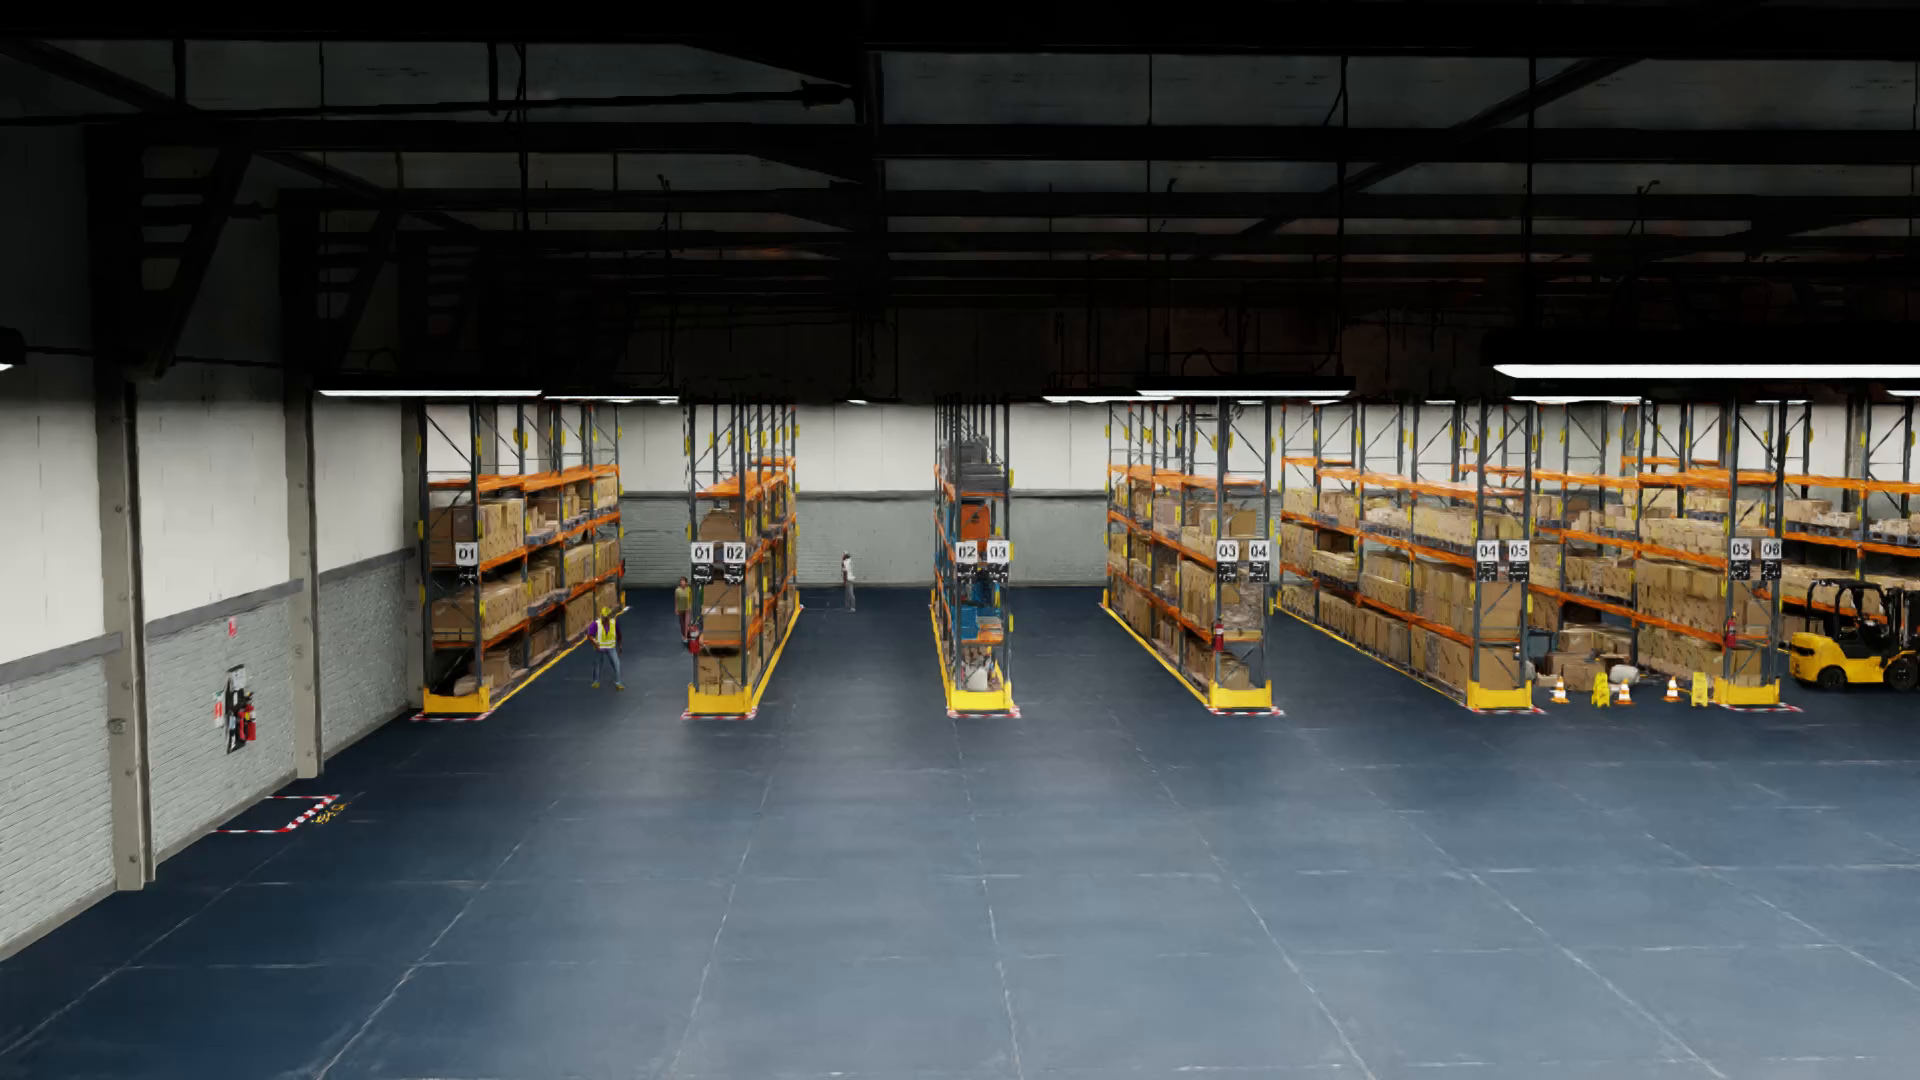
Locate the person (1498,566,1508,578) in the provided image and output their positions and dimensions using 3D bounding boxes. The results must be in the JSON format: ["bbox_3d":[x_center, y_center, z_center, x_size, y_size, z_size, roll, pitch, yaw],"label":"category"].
[{"bbox_3d":[13.395,1.484,41.248,0.577,1.729,0.650,2,5,28],"label":"person"}]

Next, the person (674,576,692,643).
[{"bbox_3d":[-6.734,1.670,40.493,0.448,1.590,1.109,0,5,0],"label":"person"}]

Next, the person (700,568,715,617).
[{"bbox_3d":[-6.841,1.224,45.338,0.550,1.709,1.128,0,5,-4],"label":"person"}]

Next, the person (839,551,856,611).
[{"bbox_3d":[-3.167,1.133,46.763,0.558,1.657,0.613,1,5,10],"label":"person"}]

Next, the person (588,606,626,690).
[{"bbox_3d":[-7.171,2.177,33.624,0.710,1.703,0.835,-2,5,-19],"label":"person"}]
